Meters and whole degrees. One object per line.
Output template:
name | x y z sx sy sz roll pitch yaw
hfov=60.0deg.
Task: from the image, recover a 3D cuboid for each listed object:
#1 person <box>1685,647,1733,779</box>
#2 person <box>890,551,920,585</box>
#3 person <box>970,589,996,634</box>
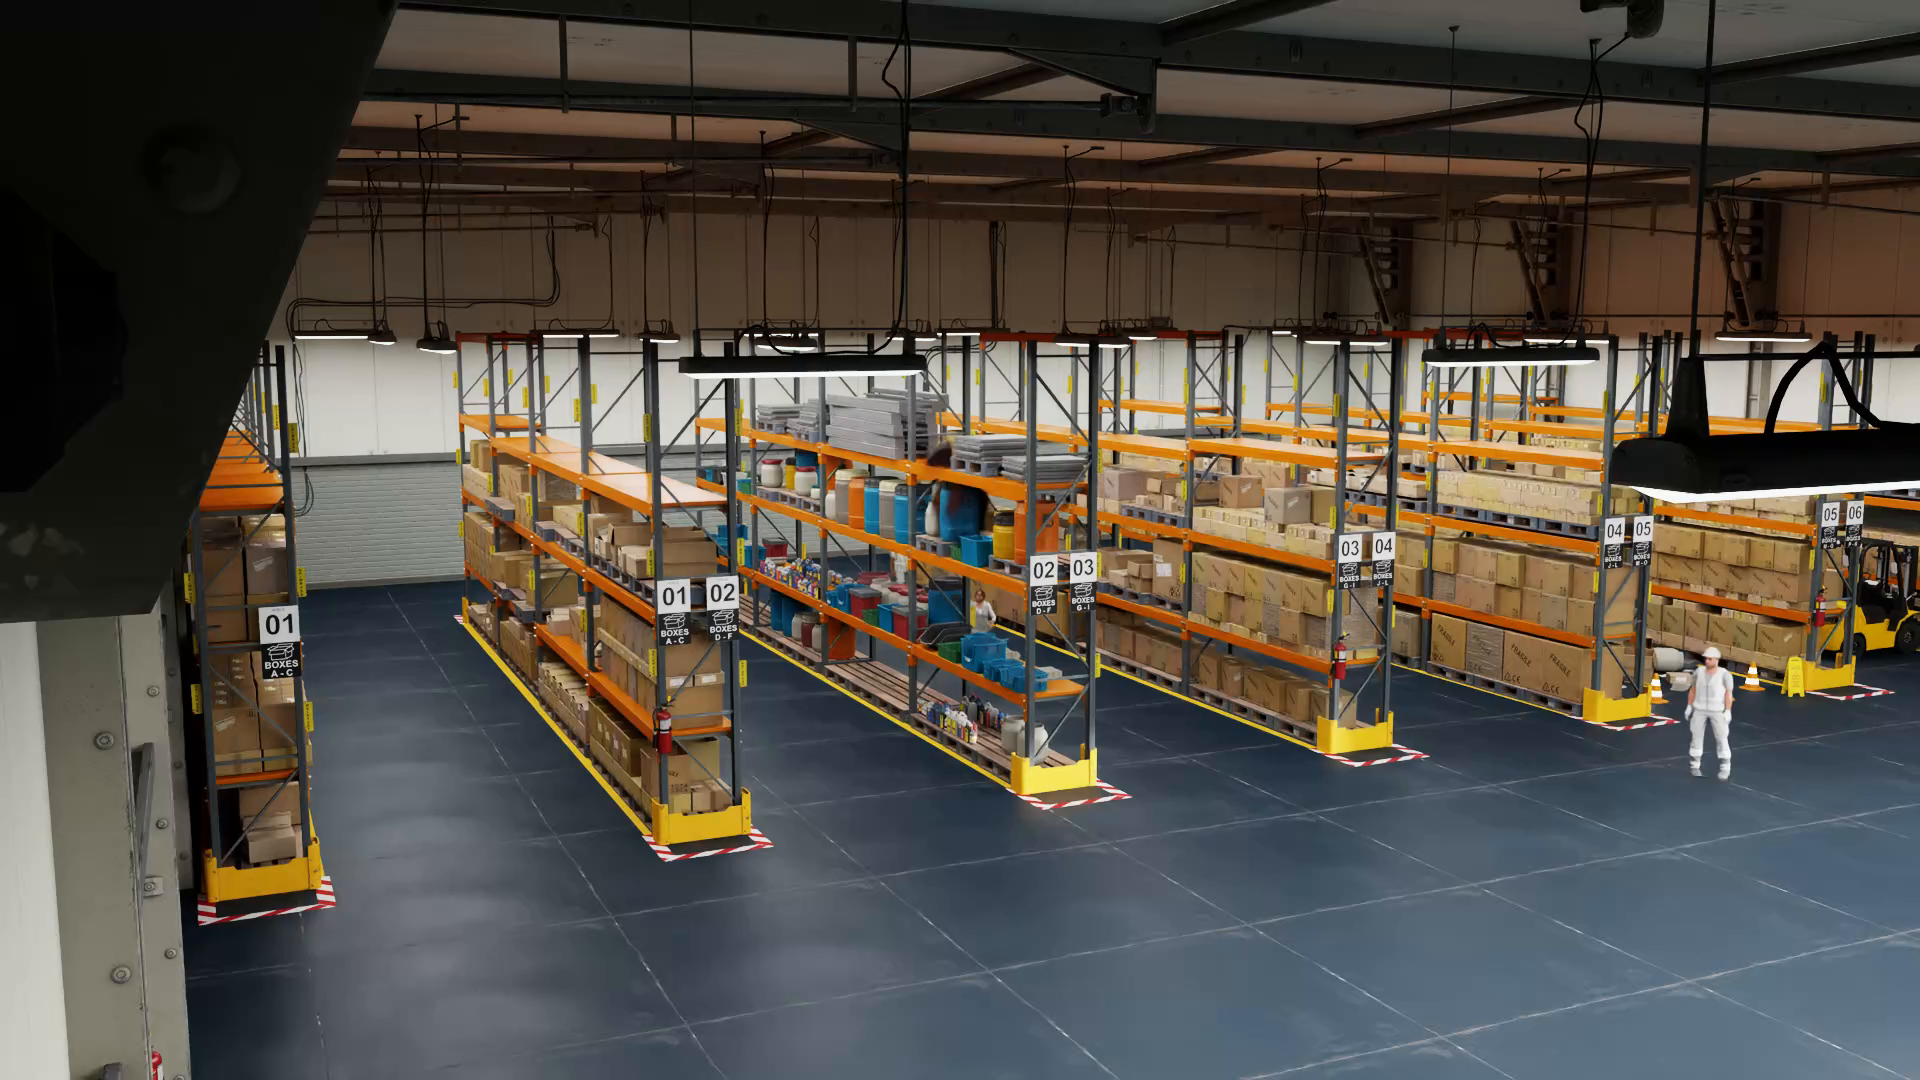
person | 10.315 2.363 22.898 0.611 1.789 0.426 4 9 26
person | -1.184 0.636 35.845 0.560 1.720 1.051 -3 8 -20
person | 0.355 1.634 29.270 0.543 1.579 0.660 -3 8 -18
